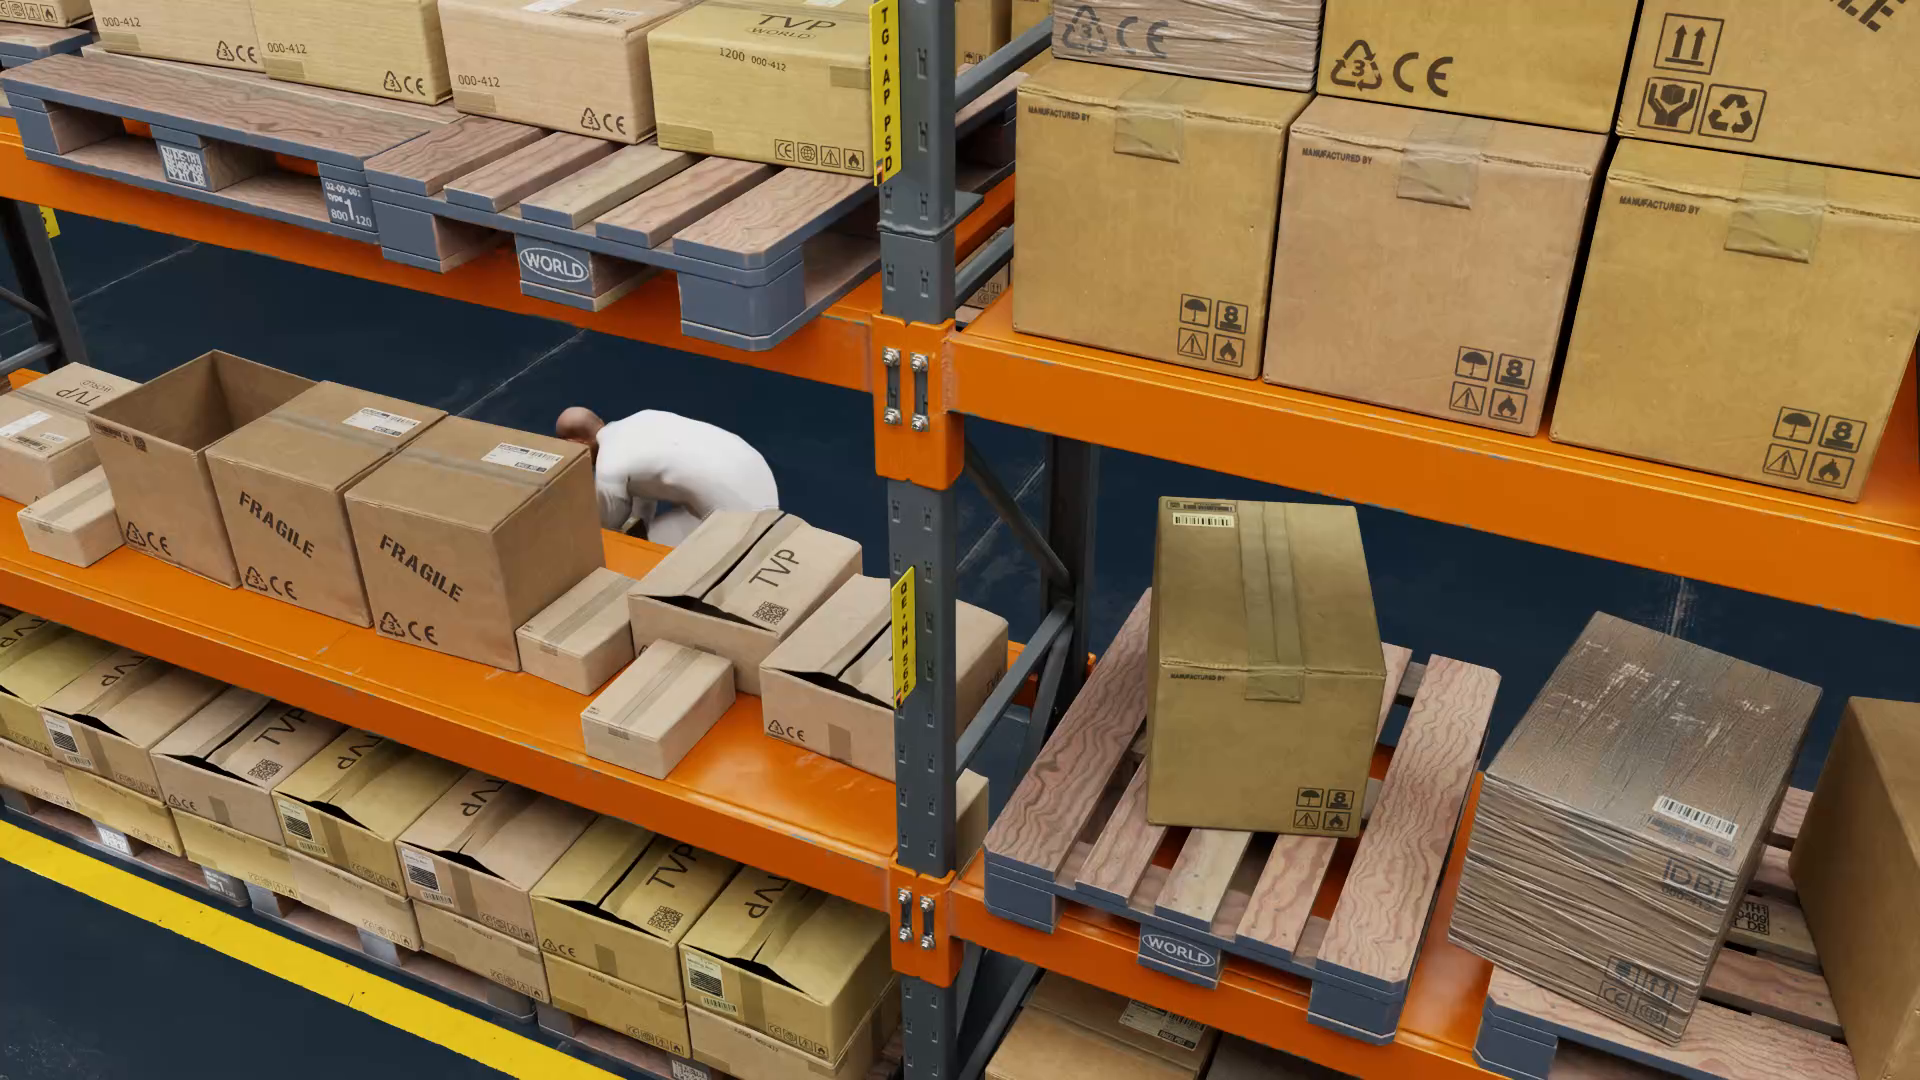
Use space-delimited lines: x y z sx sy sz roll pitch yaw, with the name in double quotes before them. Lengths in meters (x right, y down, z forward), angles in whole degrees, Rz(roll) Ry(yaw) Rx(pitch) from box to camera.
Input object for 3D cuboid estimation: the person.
"person" -1.188 -0.020 6.848 0.942 1.048 0.593 13 35 18
